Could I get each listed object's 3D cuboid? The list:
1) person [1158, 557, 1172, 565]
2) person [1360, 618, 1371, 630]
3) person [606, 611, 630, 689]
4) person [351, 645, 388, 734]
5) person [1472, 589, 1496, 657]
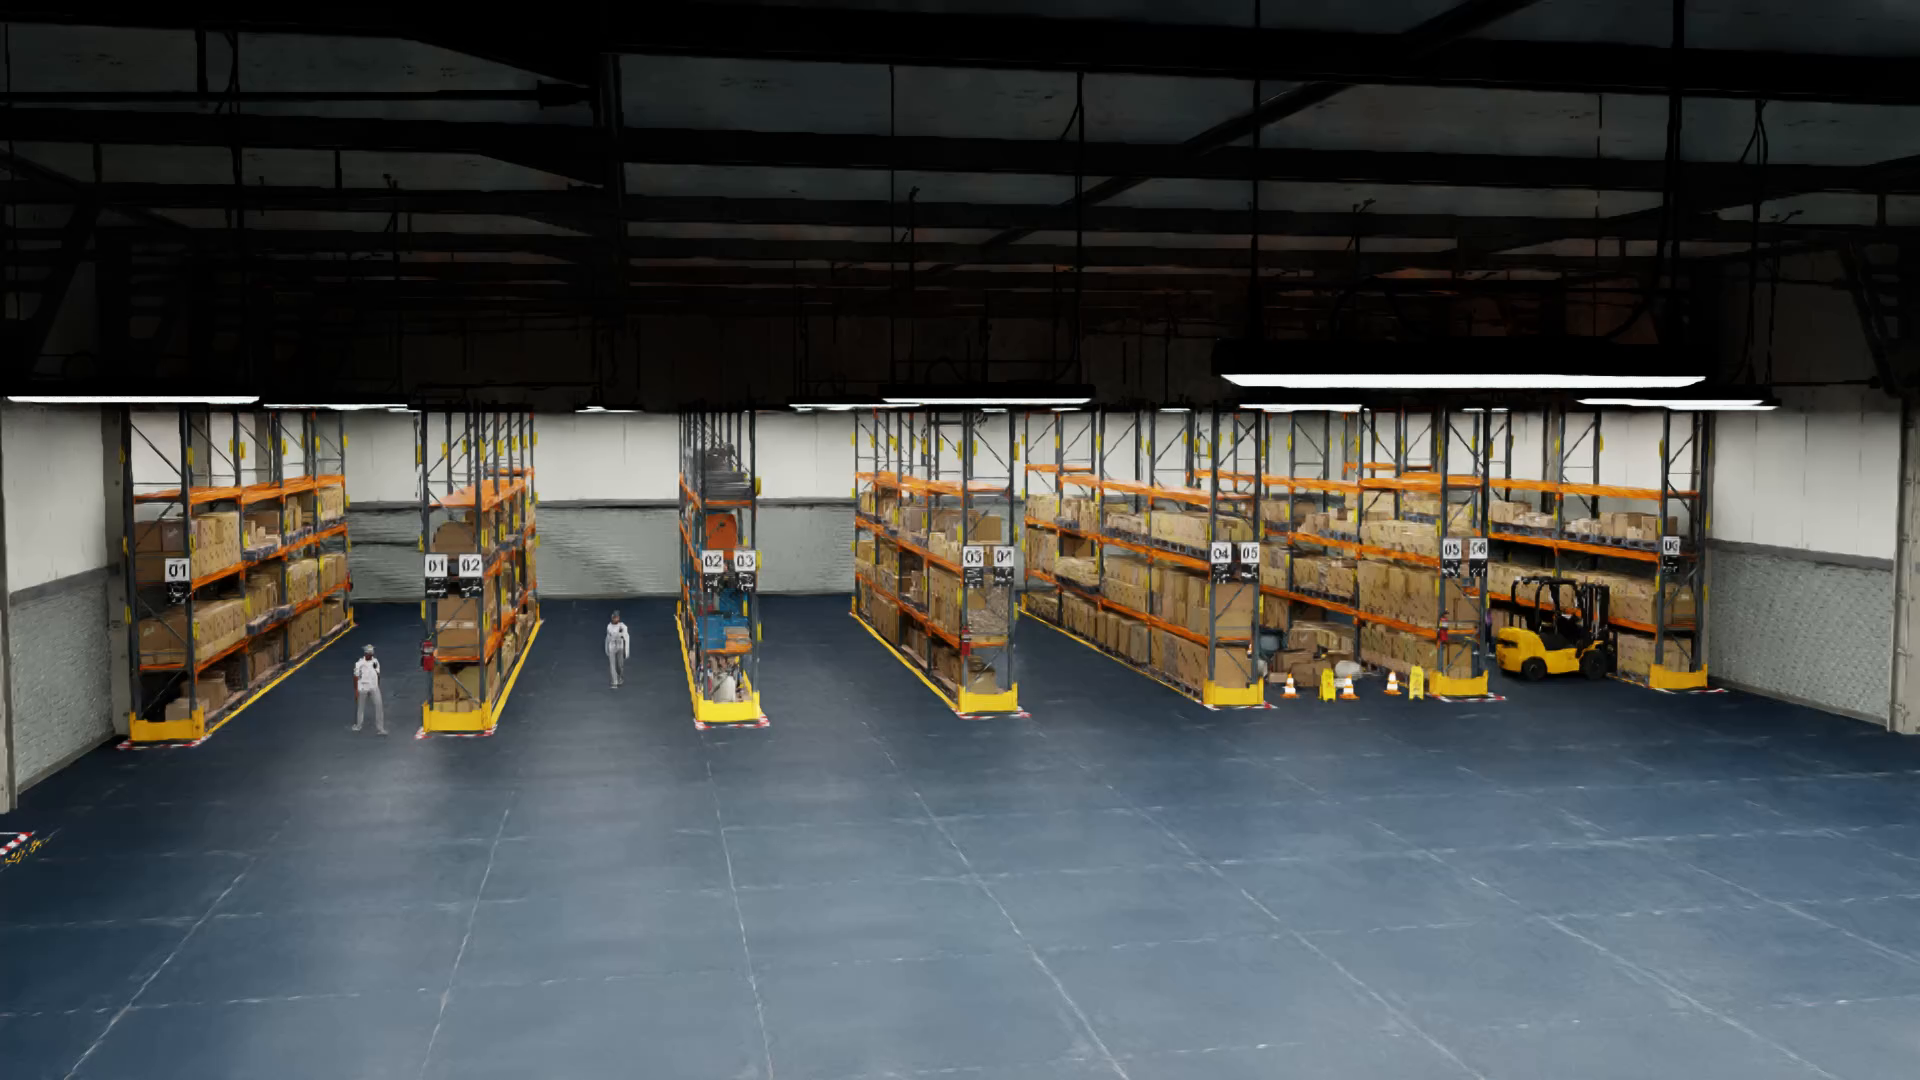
[{"bbox_3d":[6.694,0.824,54.050,0.509,1.660,0.558,2,5,26],"label":"person"},{"bbox_3d":[10.292,1.736,42.417,0.576,1.544,0.626,2,5,21],"label":"person"},{"bbox_3d":[-7.170,2.274,34.842,0.502,1.624,0.989,-1,4,-12],"label":"person"},{"bbox_3d":[-10.621,2.665,29.821,0.489,1.619,0.942,-3,5,-33],"label":"person"},{"bbox_3d":[12.420,1.944,39.371,0.529,1.590,0.516,1,4,16],"label":"person"}]
